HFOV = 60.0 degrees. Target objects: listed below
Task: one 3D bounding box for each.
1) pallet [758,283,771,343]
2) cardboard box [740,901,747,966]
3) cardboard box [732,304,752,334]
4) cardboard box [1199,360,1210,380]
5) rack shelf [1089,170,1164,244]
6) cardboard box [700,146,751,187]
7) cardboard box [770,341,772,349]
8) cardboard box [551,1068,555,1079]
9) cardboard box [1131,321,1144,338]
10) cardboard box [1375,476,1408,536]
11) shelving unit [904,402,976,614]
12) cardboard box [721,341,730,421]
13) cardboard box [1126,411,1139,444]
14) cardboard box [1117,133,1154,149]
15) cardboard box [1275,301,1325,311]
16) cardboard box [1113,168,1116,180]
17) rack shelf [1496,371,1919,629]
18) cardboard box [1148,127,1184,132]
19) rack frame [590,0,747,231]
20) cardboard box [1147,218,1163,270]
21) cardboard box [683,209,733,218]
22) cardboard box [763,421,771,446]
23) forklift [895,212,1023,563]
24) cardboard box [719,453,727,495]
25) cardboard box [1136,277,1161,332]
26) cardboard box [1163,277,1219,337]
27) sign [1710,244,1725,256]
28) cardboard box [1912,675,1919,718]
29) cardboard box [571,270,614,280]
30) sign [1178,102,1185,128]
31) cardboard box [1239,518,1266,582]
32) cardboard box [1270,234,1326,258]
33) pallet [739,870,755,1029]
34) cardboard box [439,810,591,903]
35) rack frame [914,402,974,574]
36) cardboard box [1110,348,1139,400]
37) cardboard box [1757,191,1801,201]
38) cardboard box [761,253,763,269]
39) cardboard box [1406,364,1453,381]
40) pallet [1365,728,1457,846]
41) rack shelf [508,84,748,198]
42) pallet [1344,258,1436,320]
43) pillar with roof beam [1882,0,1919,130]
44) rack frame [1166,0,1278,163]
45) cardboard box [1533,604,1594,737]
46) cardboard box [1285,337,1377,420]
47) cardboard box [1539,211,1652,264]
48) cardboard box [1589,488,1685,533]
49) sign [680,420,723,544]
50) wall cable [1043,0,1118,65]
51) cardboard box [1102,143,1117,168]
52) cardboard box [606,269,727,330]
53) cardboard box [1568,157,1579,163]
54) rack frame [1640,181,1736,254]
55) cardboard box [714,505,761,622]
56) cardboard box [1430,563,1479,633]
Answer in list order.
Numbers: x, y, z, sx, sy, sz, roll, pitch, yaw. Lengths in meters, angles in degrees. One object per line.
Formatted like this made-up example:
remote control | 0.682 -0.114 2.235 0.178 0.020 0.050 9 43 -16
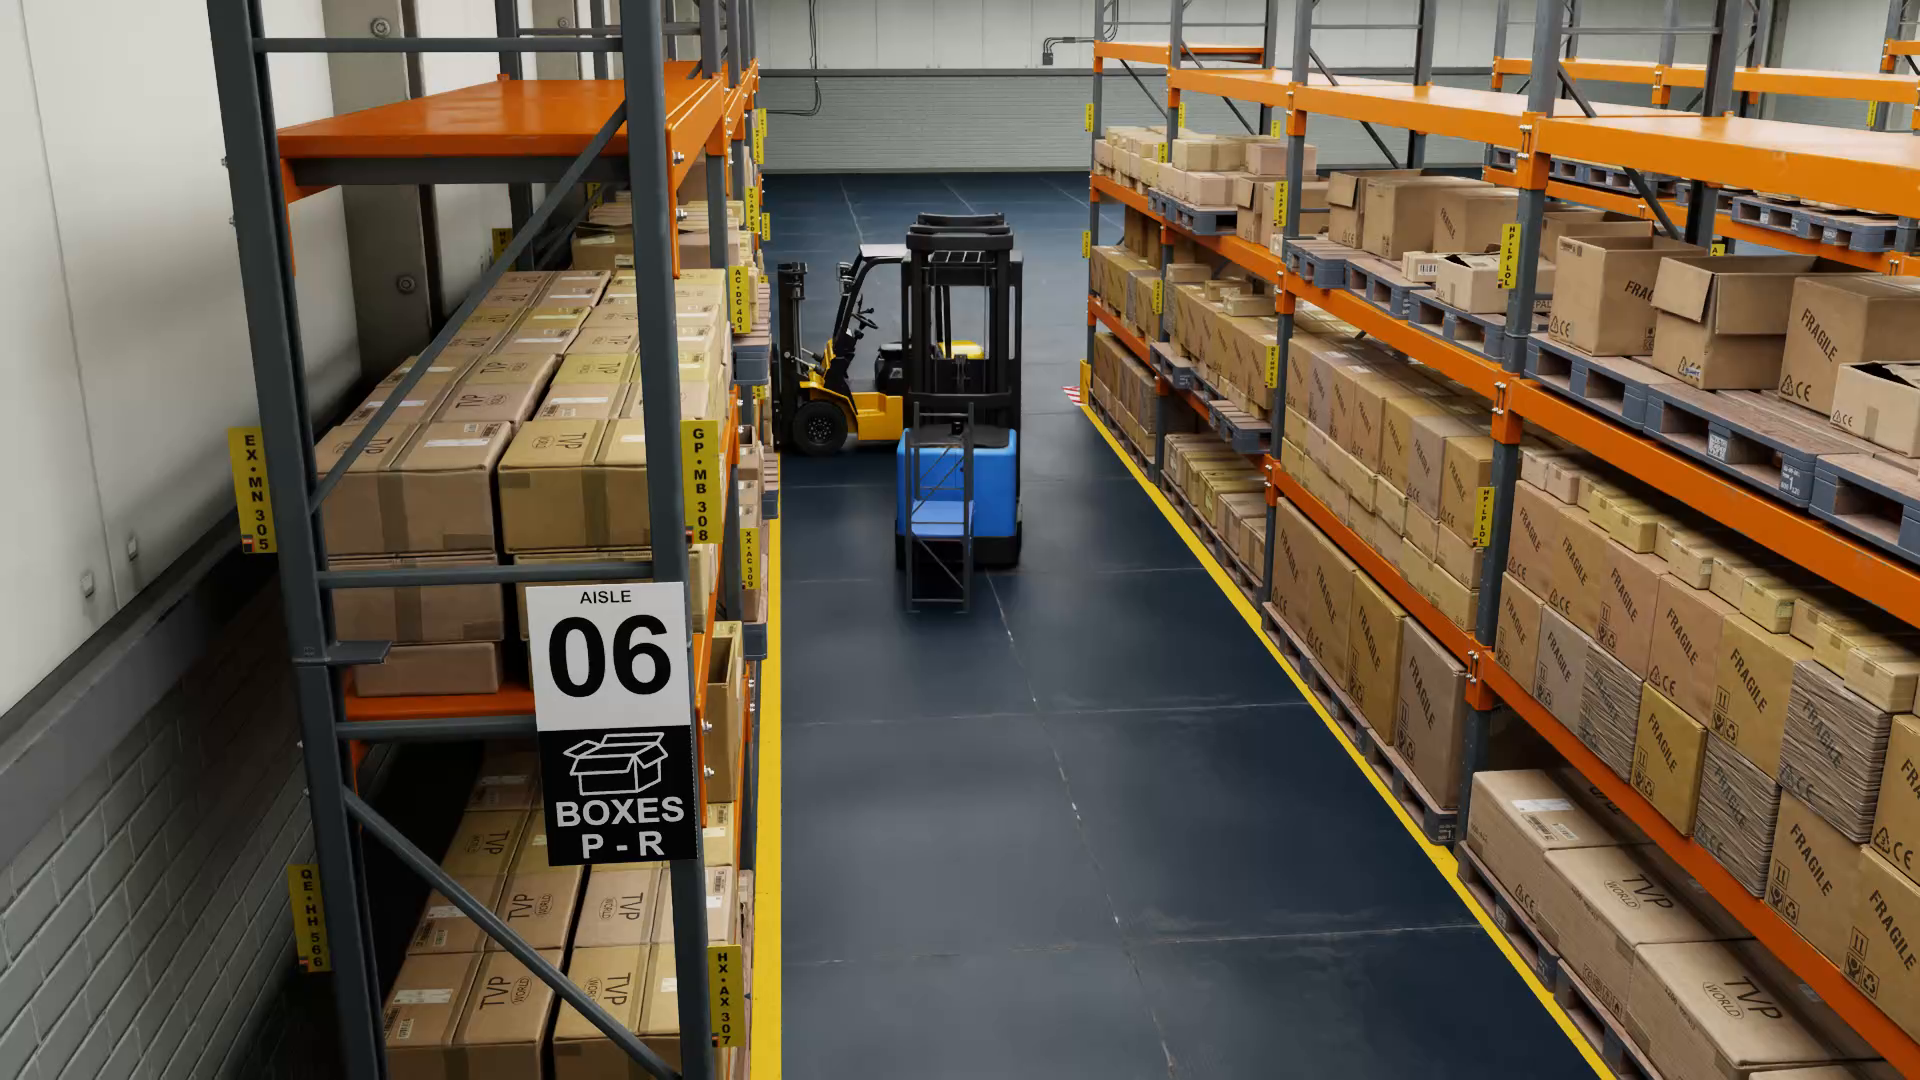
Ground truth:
pallet | -1.722 -1.320 9.752 1.213 0.211 1.003 -2 18 -6
cardboard box | -1.228 1.894 8.072 0.396 0.266 0.258 -1 17 -4
cardboard box | -1.250 -1.134 8.397 0.380 0.149 0.250 -2 17 -5
cardboard box | 2.347 -1.528 14.827 0.380 0.149 0.250 -1 17 -4
rack shelf | 2.291 -3.695 18.204 1.077 0.370 4.000 -2 18 -6
cardboard box | -1.964 -2.918 13.495 0.500 0.500 0.500 -1 17 -4
cardboard box | -2.436 -2.134 19.260 0.500 0.250 0.500 -1 17 -5
cardboard box | -1.468 1.671 5.340 0.380 0.149 0.250 -1 17 -4
cardboard box | 2.053 -2.280 17.924 0.380 0.149 0.250 -2 18 -6
cardboard box | 2.917 -0.221 10.362 0.500 0.250 0.500 -1 17 -4
shelving unit | -0.157 -0.282 13.645 0.538 1.500 1.048 1 17 2
cardboard box | -1.251 -0.684 7.167 0.500 0.250 0.500 -2 18 -8
cardboard box | 2.104 -1.226 18.036 0.500 0.250 0.500 -2 18 -7
cardboard box | 1.943 -4.403 18.347 0.380 0.149 0.250 -1 17 -4
cardboard box | 2.928 -1.813 14.652 0.500 0.500 0.500 -2 18 -8
cardboard box | 1.955 -4.177 18.957 0.380 0.149 0.250 -2 18 -6
rack shelf | 3.529 -0.120 6.816 1.077 0.370 4.000 -2 18 -6
cardboard box | 2.402 -4.725 19.372 0.380 0.149 0.250 -1 17 -5
rack frame | -2.027 -3.527 11.461 1.000 3.000 0.127 -2 18 -6
cardboard box | 2.468 -3.271 18.329 0.700 0.500 0.500 -2 18 -6
cardboard box | -1.697 -2.104 11.024 0.380 0.149 0.250 -2 18 -7
cardboard box | -2.182 -1.137 16.919 0.500 0.250 0.500 -2 18 -6
forklift | 0.027 -1.585 15.405 1.130 2.935 3.031 1 17 2
cardboard box | -1.095 -0.229 6.382 0.380 0.149 0.250 -1 17 -5
cardboard box | 2.144 -2.478 17.473 0.500 0.500 0.500 -1 17 -4
cardboard box | 2.260 -2.252 16.052 0.500 0.500 0.500 -1 17 -4
sign | 3.874 -1.361 8.573 0.100 0.325 0.005 -2 18 -6
cardboard box | 3.449 0.554 5.557 0.380 0.149 0.250 -1 17 -5
cardboard box | -1.761 -1.260 8.303 0.380 0.149 0.250 -2 18 -6
sign | 2.639 -5.067 19.897 0.100 0.325 0.005 -2 18 -6
cardboard box | 2.862 0.066 13.719 0.950 0.372 0.625 -3 18 -9
cardboard box | 2.635 -2.292 12.953 0.380 0.149 0.250 -2 18 -6
pallet | -1.544 2.062 8.330 1.003 0.211 1.213 -2 18 -6
cardboard box | -1.612 1.218 6.116 0.500 0.250 0.500 -1 17 -4
rack frame | -0.136 -0.434 14.130 0.500 1.500 0.032 1 17 2
cardboard box | 1.998 -1.888 18.892 0.500 0.500 0.500 -1 17 -5
cardboard box | 7.365 -3.238 14.515 0.500 0.500 0.500 -2 18 -6
cardboard box | -2.482 -3.236 19.298 0.380 0.149 0.250 -1 17 -5
cardboard box | 3.329 -0.897 11.264 0.500 0.500 0.500 -2 18 -6
pallet | 3.168 1.475 10.198 1.003 0.211 1.213 -2 18 -6
rack shelf | -1.821 -2.397 9.731 1.077 0.370 4.000 -2 18 -6
pallet | 3.147 -1.637 10.764 1.003 0.211 1.213 -1 17 -3
pillar with roof beam | 20.898 -13.666 43.756 9.100 9.000 0.400 -2 18 -6
rack frame | 2.497 -4.873 15.749 1.000 3.000 0.127 -2 18 -6
cardboard box | 3.158 0.623 8.092 0.500 0.500 0.500 -2 18 -5
cardboard box | 2.718 -1.189 12.195 0.500 0.500 0.500 -2 18 -7
cardboard box | 3.520 -1.578 9.393 0.500 0.500 0.500 -2 18 -7
cardboard box | 3.172 -0.133 7.747 0.380 0.149 0.250 -2 18 -6
sign | -0.662 -0.146 4.241 0.100 0.325 0.005 -2 18 -6
wall cable | 3.685 -17.443 50.109 2.305 6.003 0.169 -2 18 -6
cardboard box | 1.914 -4.396 18.990 0.500 0.250 0.500 -2 18 -6
cardboard box | -1.323 -1.070 7.562 0.500 0.250 0.500 -2 18 -5
cardboard box | 6.922 -4.231 18.264 0.380 0.149 0.250 -2 18 -6
rack frame | 7.411 -2.194 17.231 1.000 3.000 0.127 -2 18 -6
cardboard box | -1.442 0.128 8.967 0.700 0.500 0.500 -1 17 -4
cardboard box | 3.025 0.318 9.479 0.500 0.250 0.500 -2 18 -7
